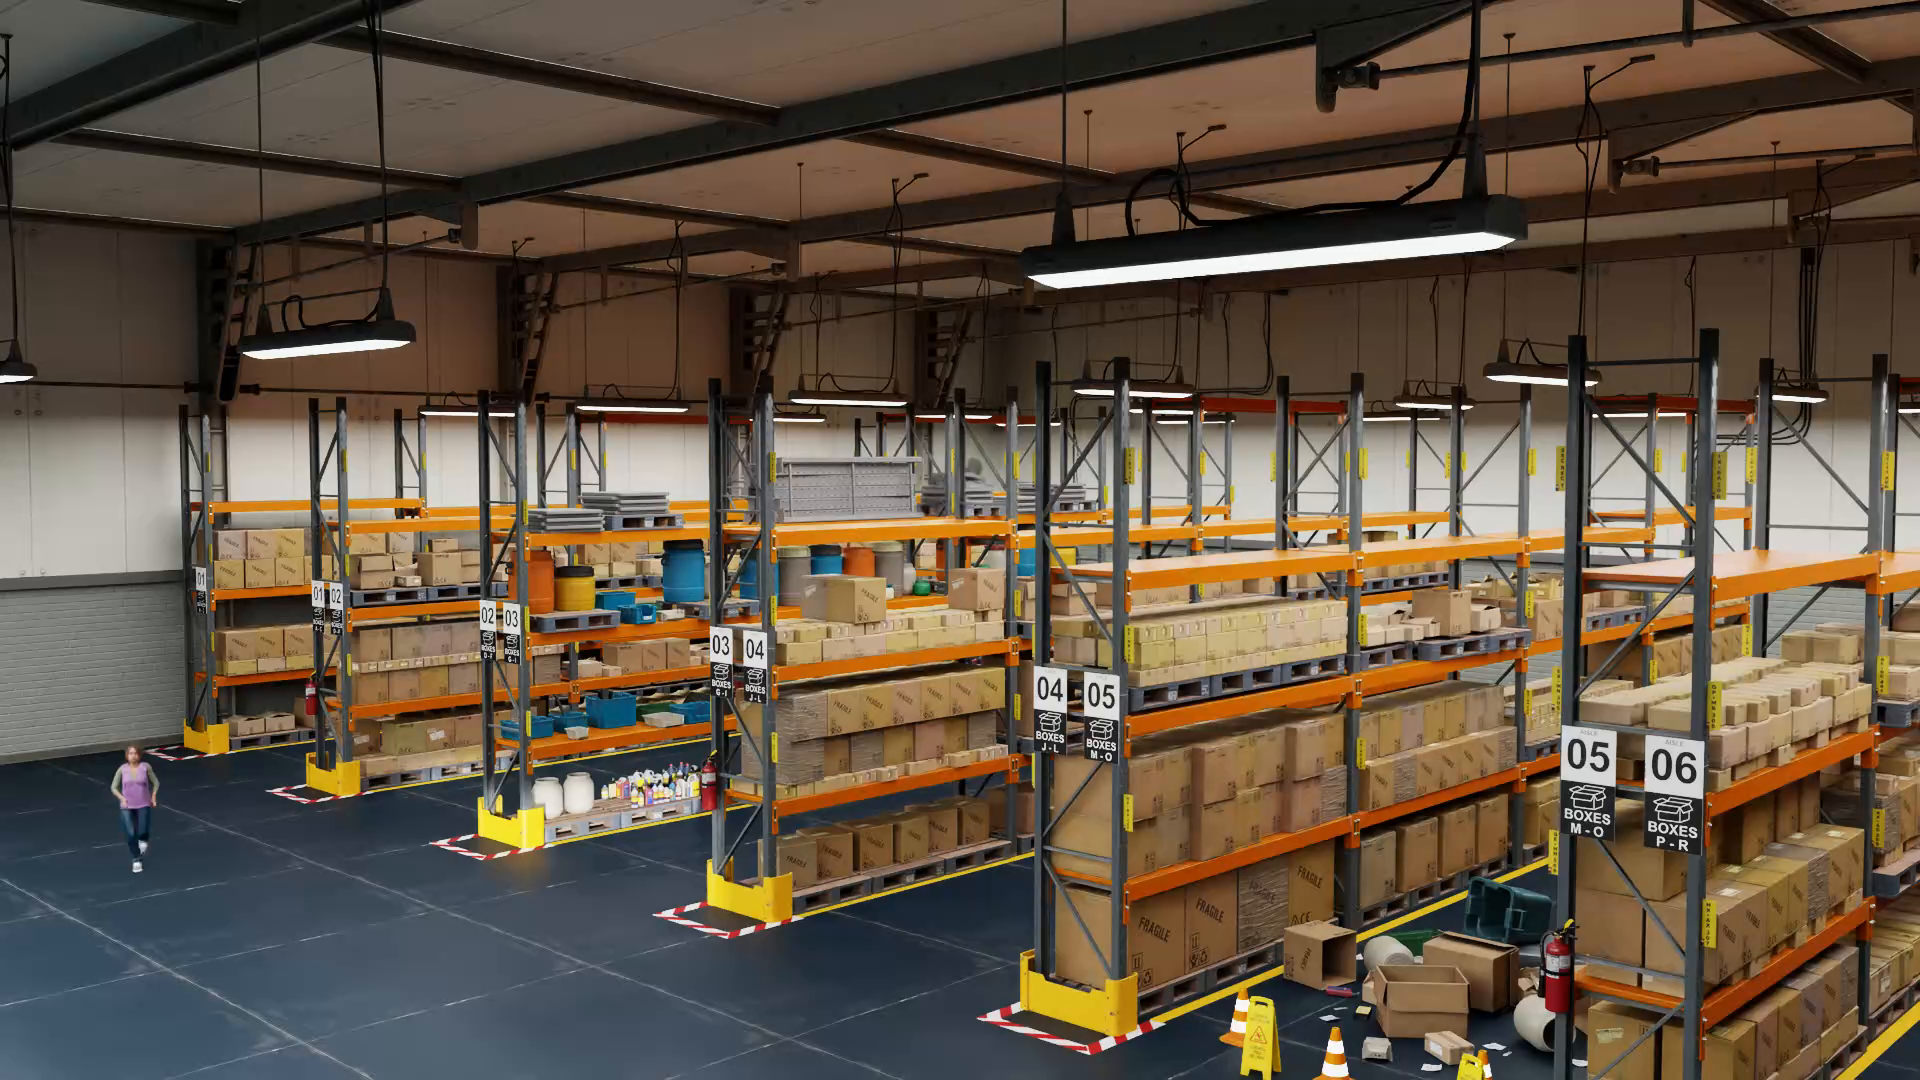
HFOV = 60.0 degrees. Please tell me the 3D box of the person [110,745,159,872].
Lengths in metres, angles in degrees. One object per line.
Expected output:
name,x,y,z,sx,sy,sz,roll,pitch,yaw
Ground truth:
person,-10.219,3.321,20.603,0.541,1.541,0.549,-1,3,-25
